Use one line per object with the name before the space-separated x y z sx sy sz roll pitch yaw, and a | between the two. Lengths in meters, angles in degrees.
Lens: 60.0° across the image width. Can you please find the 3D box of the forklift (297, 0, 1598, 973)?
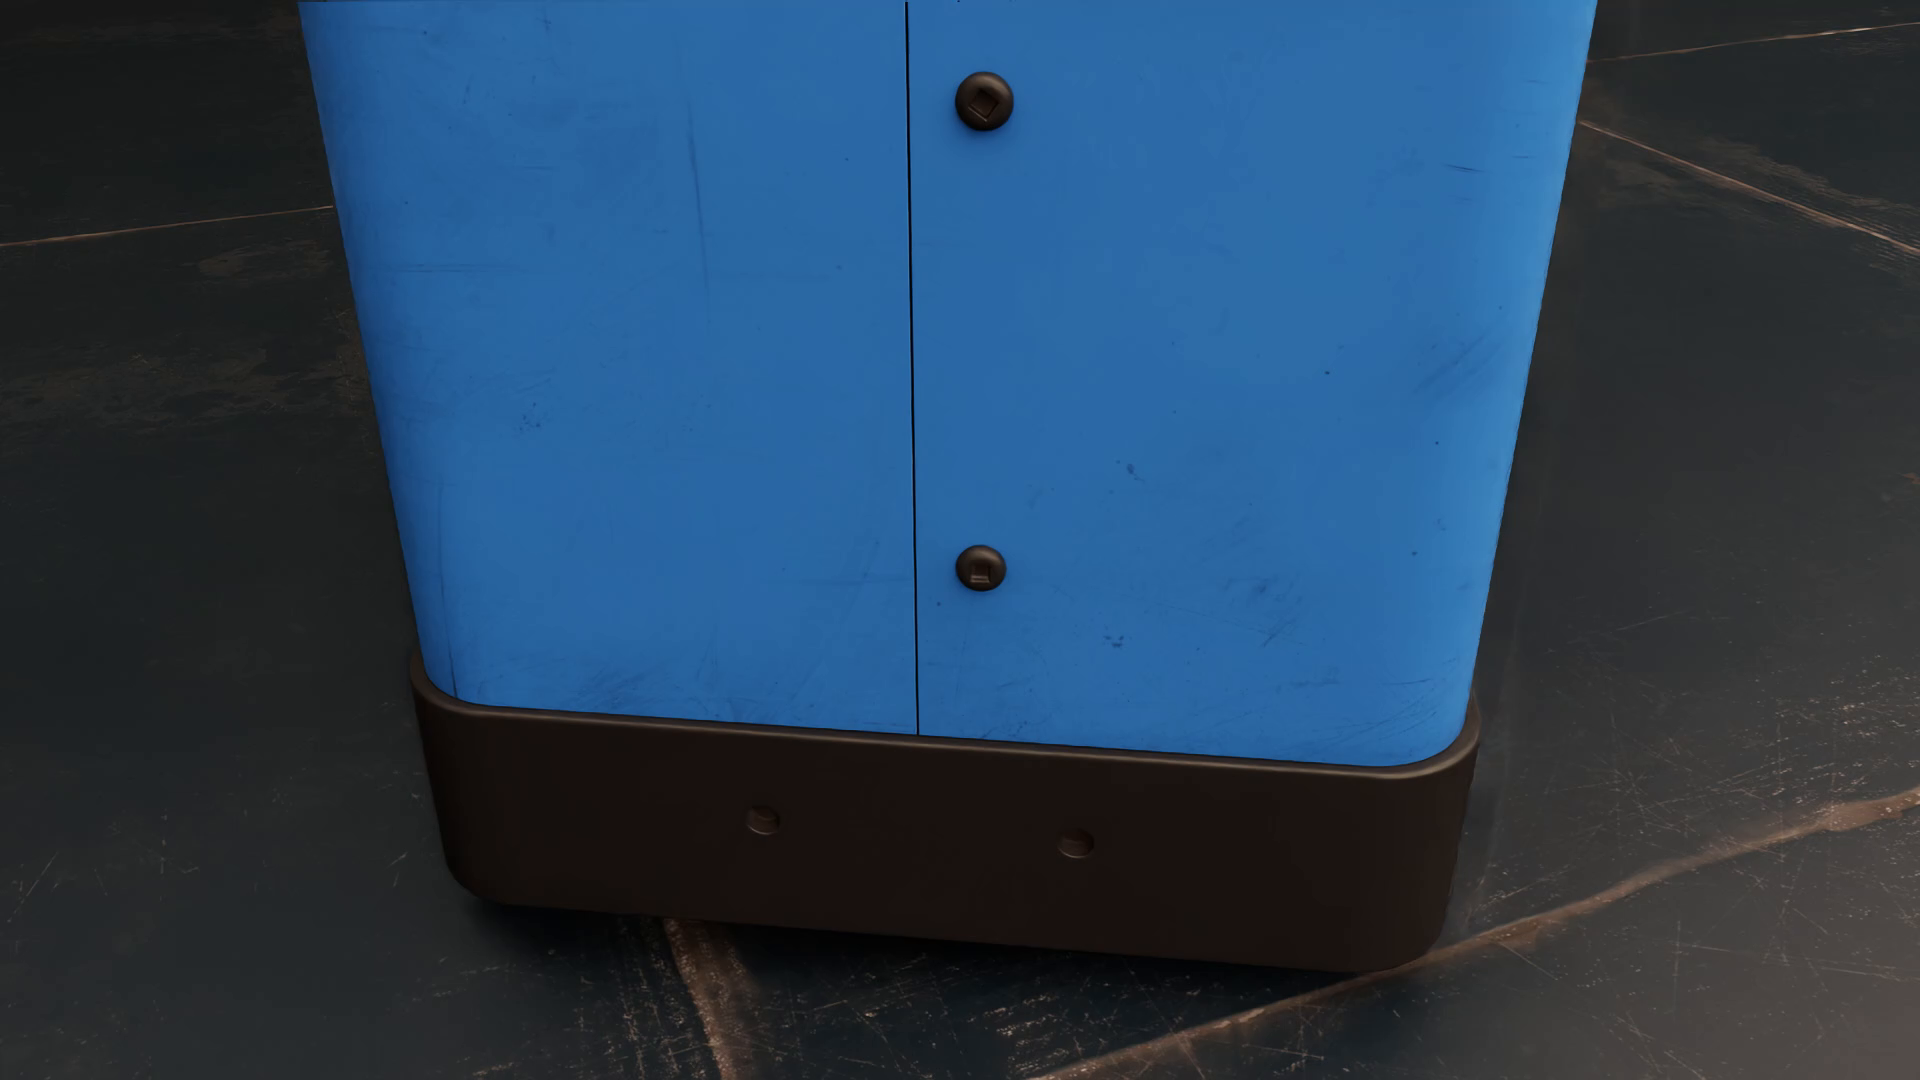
forklift | 0.134 -1.558 2.274 1.130 2.935 3.031 3 30 6
